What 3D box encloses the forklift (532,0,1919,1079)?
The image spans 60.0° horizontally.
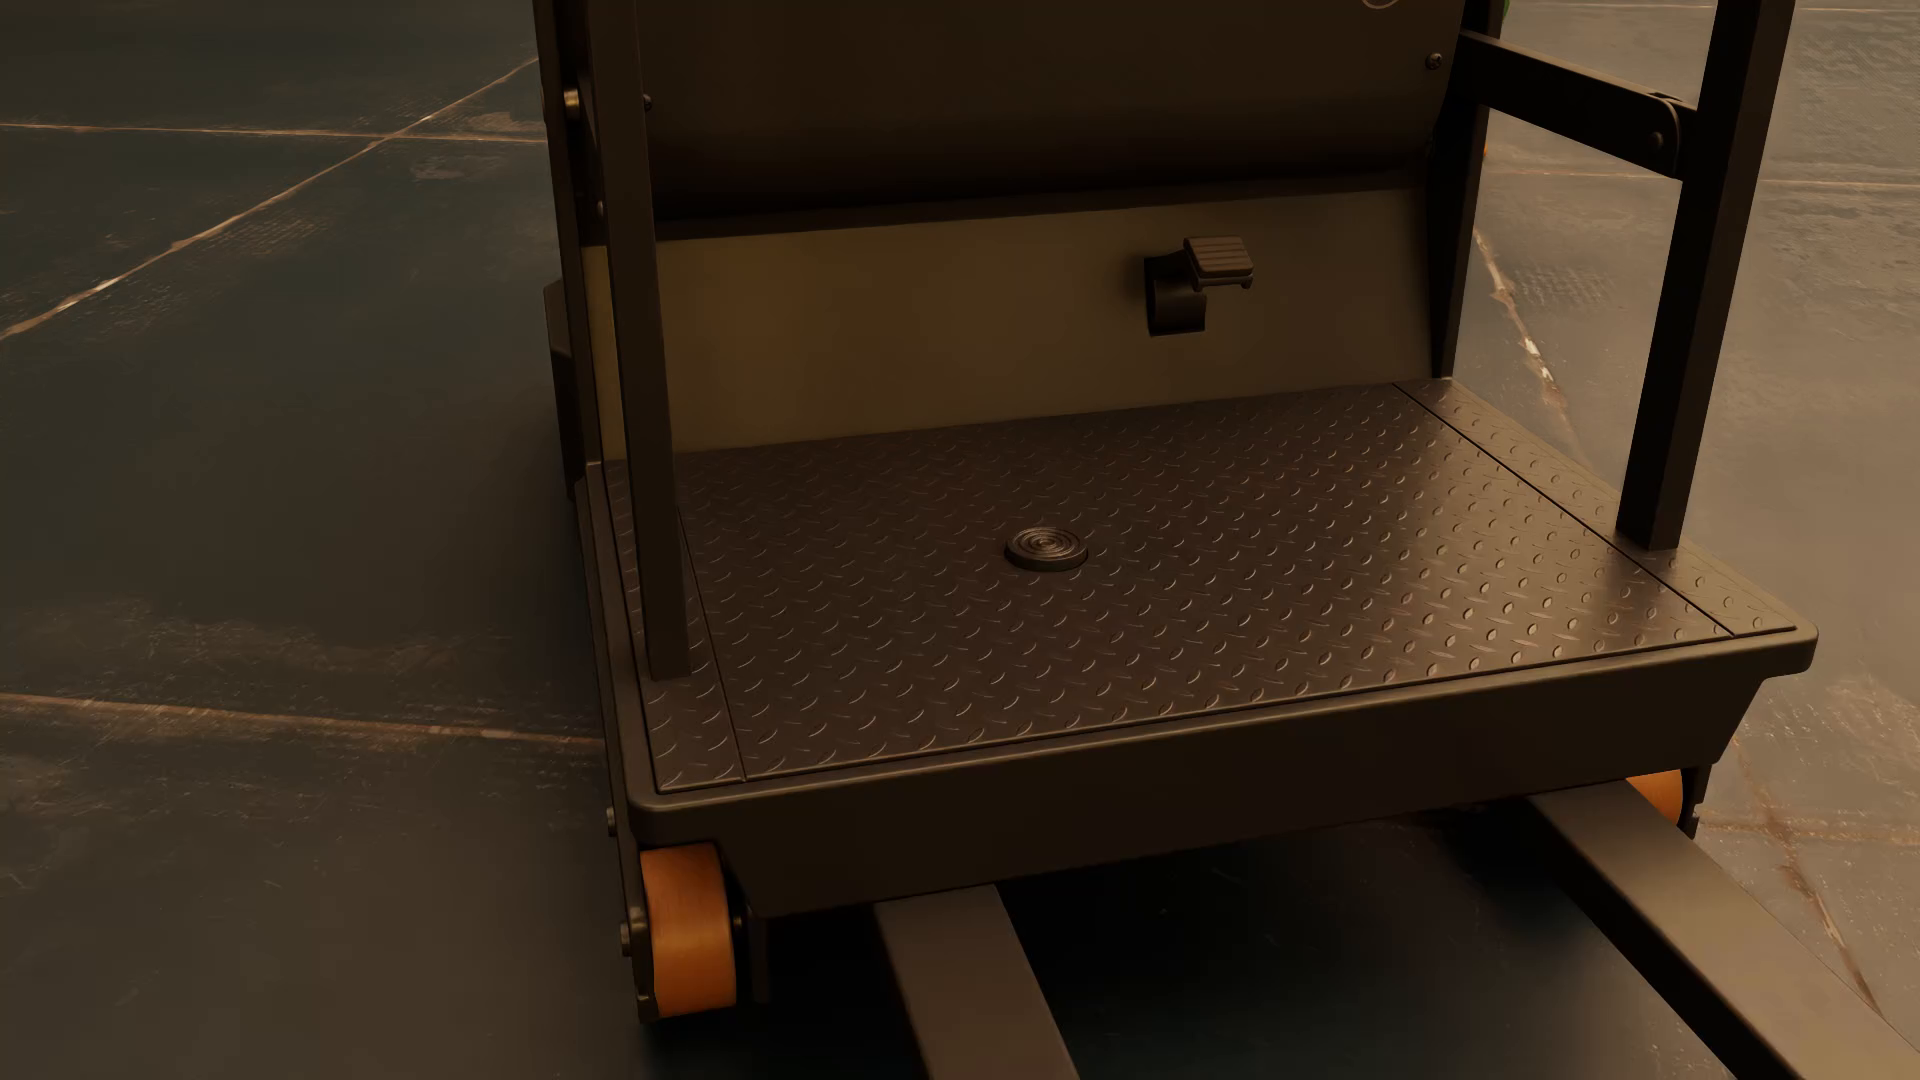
[{"bbox_3d":[0.153,-1.049,1.319,1.130,2.935,3.031,-7,27,-13],"label":"forklift"}]

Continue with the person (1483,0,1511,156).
[{"bbox_3d":[1.321,-1.874,4.280,0.713,1.767,0.460,16,31,29],"label":"person"}]
